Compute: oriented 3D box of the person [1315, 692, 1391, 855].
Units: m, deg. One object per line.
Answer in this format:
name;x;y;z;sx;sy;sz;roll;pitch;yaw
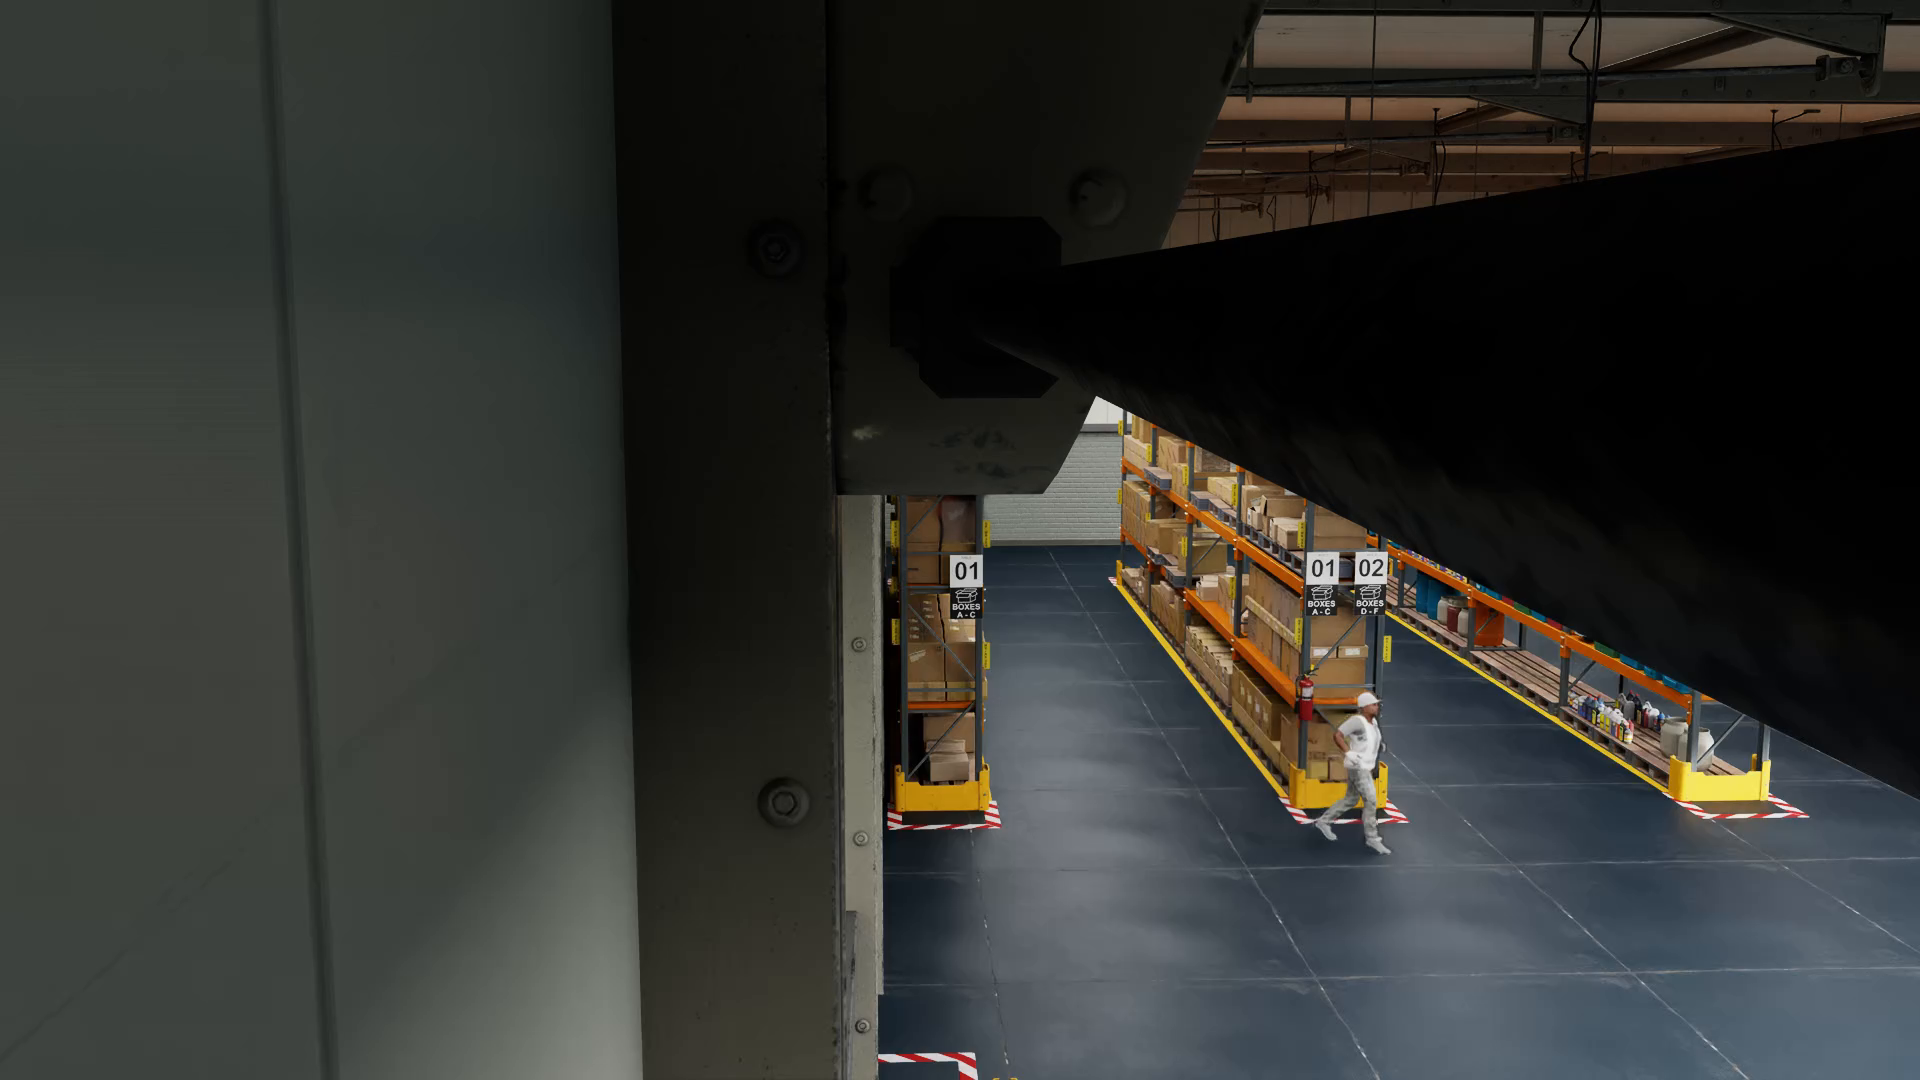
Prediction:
person;4.614;2.639;19.222;0.916;1.788;0.692;4;10;28
